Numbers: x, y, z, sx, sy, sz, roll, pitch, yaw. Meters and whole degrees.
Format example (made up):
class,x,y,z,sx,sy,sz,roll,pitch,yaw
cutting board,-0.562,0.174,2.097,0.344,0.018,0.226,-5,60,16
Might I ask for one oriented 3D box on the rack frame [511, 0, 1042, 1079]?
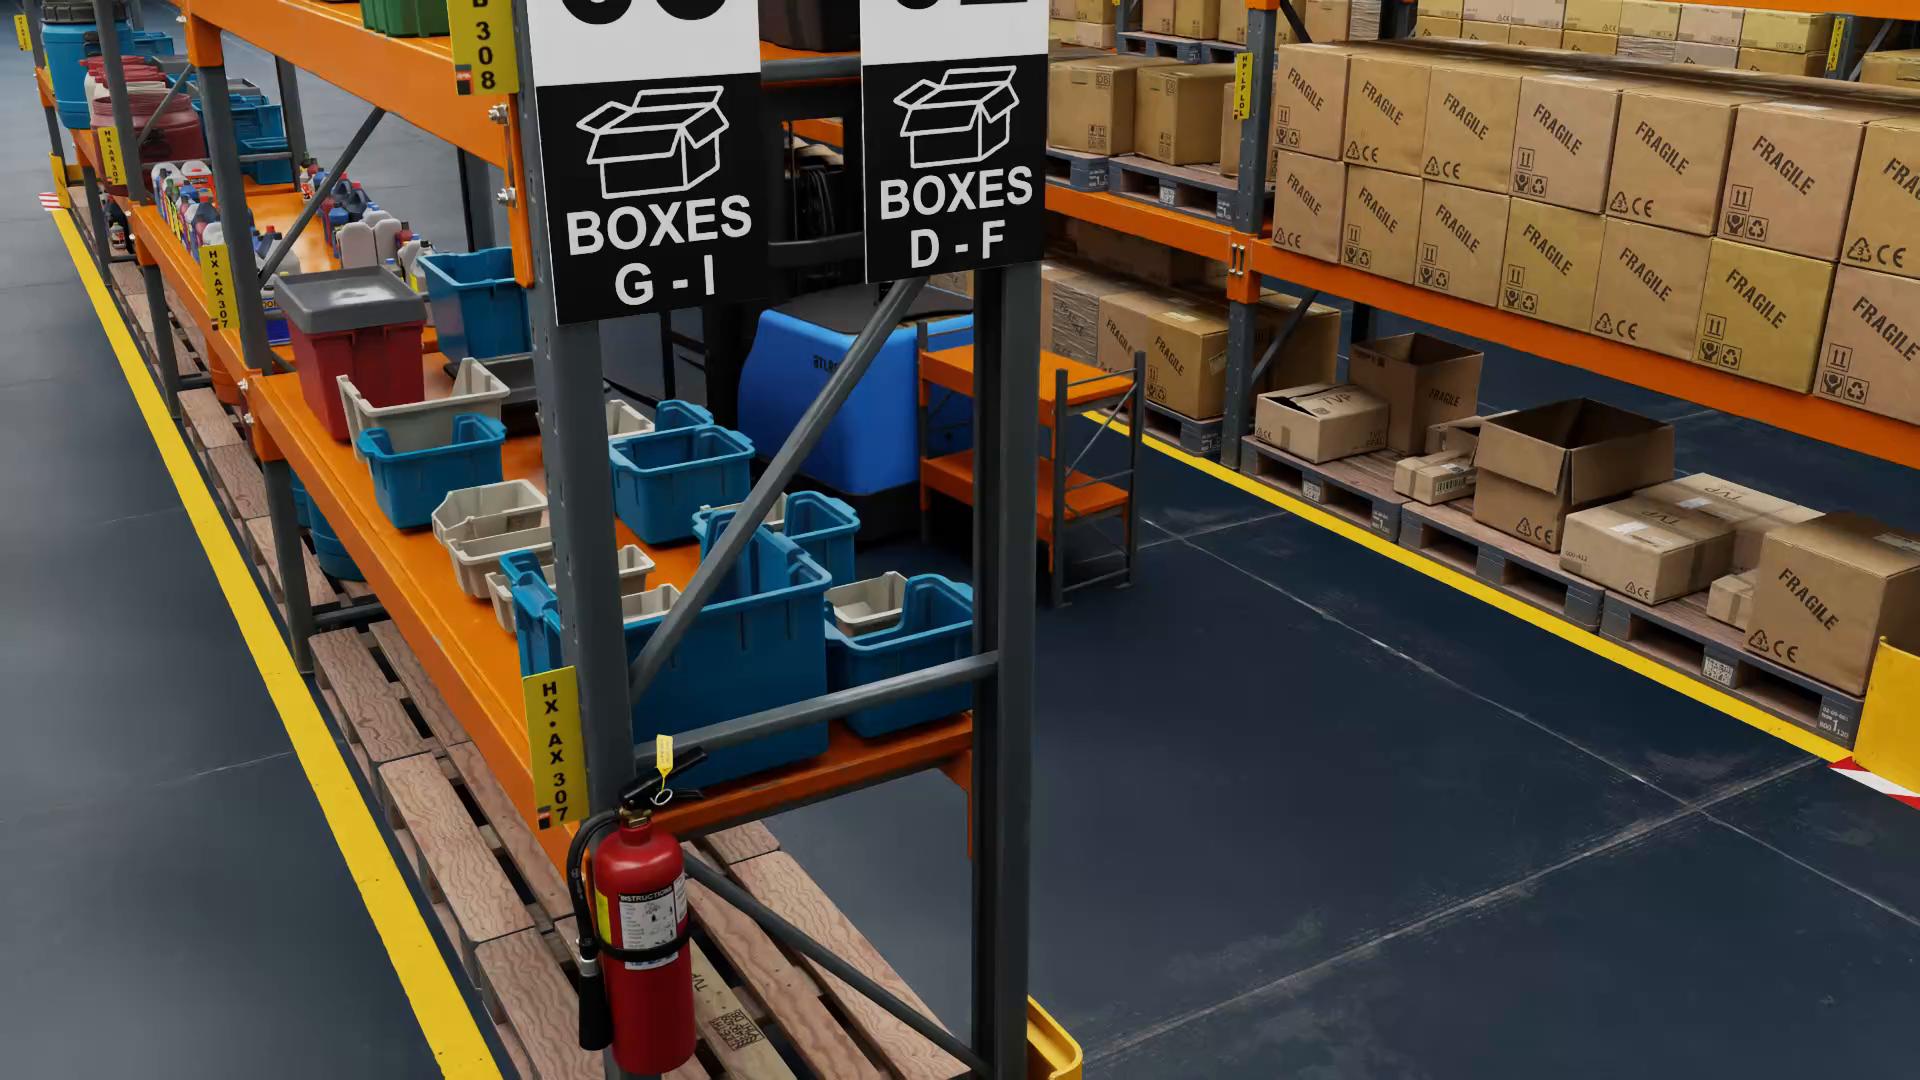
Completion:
class,x,y,z,sx,sy,sz,roll,pitch,yaw
rack frame,-0.300,0.360,3.442,0.949,2.616,0.053,-13,25,-28

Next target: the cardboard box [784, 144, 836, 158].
class,x,y,z,sx,sy,sz,roll,pitch,yaw
cardboard box,-1.442,-3.414,15.076,0.500,0.311,0.500,-12,25,-27

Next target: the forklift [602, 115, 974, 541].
class,x,y,z,sx,sy,sz,roll,pitch,yaw
forklift,-1.056,-1.834,8.931,1.130,2.935,3.031,-17,28,-36

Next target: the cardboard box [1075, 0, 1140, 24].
class,x,y,z,sx,sy,sz,roll,pitch,yaw
cardboard box,1.583,-5.811,17.802,0.500,0.500,0.500,-13,25,-28

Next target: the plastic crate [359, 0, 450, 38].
class,x,y,z,sx,sy,sz,roll,pitch,yaw
plastic crate,-1.046,-1.196,3.569,0.450,0.188,0.336,-13,25,-28

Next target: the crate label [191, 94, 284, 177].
class,x,y,z,sx,sy,sz,roll,pitch,yaw
crate label,-4.658,-2.620,10.727,0.502,0.435,0.616,-13,25,-28

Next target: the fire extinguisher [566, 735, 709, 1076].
class,x,y,z,sx,sy,sz,roll,pitch,yaw
fire extinguisher,-0.611,0.704,3.193,0.296,0.674,0.183,-13,25,-28

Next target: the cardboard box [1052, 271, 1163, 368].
class,x,y,z,sx,sy,sz,roll,pitch,yaw
cardboard box,0.921,-1.361,10.413,0.500,0.500,0.500,-12,25,-28

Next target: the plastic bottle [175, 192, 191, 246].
class,x,y,z,sx,sy,sz,roll,pitch,yaw
plastic bottle,-3.982,-1.658,8.578,0.097,0.271,0.097,0,22,0

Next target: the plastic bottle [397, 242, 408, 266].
class,x,y,z,sx,sy,sz,roll,pitch,yaw
plastic bottle,-2.571,-1.291,7.767,0.097,0.201,0.097,0,22,0

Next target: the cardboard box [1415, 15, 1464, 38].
class,x,y,z,sx,sy,sz,roll,pitch,yaw
cardboard box,4.162,-4.123,13.916,0.500,0.500,0.500,-12,25,-27

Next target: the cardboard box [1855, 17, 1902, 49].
class,x,y,z,sx,sy,sz,roll,pitch,yaw
cardboard box,6.166,-3.581,11.587,0.500,0.250,0.500,-12,25,-27

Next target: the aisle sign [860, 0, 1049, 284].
class,x,y,z,sx,sy,sz,roll,pitch,yaw
aisle sign,-0.005,-0.879,3.037,0.394,0.787,0.004,-13,25,-28

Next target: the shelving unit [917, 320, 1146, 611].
class,x,y,z,sx,sy,sz,roll,pitch,yaw
shelving unit,0.310,-0.414,7.837,0.538,1.125,1.048,-16,27,-34

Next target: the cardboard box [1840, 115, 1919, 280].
class,x,y,z,sx,sy,sz,roll,pitch,yaw
cardboard box,3.500,-1.193,5.802,0.500,0.500,0.500,-13,25,-29

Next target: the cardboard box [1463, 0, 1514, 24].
class,x,y,z,sx,sy,sz,roll,pitch,yaw
cardboard box,4.419,-4.306,13.372,0.500,0.250,0.500,-13,25,-29

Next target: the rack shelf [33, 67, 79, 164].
class,x,y,z,sx,sy,sz,roll,pitch,yaw
rack shelf,-7.448,-3.839,14.729,1.077,0.370,4.000,-13,25,-28

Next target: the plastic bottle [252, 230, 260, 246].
class,x,y,z,sx,sy,sz,roll,pitch,yaw
plastic bottle,-3.235,-1.296,7.688,0.097,0.271,0.097,0,22,0

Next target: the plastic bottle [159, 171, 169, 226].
class,x,y,z,sx,sy,sz,roll,pitch,yaw
plastic bottle,-4.312,-1.859,9.056,0.061,0.283,0.133,-13,25,-28

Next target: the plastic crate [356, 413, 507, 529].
class,x,y,z,sx,sy,sz,roll,pitch,yaw
plastic crate,-1.566,-0.206,4.978,0.416,0.233,0.300,-13,25,-28

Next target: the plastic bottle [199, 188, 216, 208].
class,x,y,z,sx,sy,sz,roll,pitch,yaw
plastic bottle,-4.106,-1.816,9.060,0.097,0.201,0.097,0,22,0

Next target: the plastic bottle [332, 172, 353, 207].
class,x,y,z,sx,sy,sz,roll,pitch,yaw
plastic bottle,-3.181,-1.729,8.647,0.144,0.351,0.185,-13,25,-28

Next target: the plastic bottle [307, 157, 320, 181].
class,x,y,z,sx,sy,sz,roll,pitch,yaw
plastic bottle,-3.692,-2.053,9.533,0.061,0.283,0.133,-13,25,-28

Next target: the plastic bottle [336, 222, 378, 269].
class,x,y,z,sx,sy,sz,roll,pitch,yaw
plastic bottle,-2.853,-1.371,7.867,0.152,0.276,0.135,-13,25,-28

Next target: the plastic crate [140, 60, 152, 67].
class,x,y,z,sx,sy,sz,roll,pitch,yaw
plastic crate,-6.585,-3.690,13.489,0.767,0.338,0.504,-13,25,-28

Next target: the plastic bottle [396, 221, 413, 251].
class,x,y,z,sx,sy,sz,roll,pitch,yaw
plastic bottle,-2.614,-1.370,7.852,0.061,0.283,0.133,-13,25,-28

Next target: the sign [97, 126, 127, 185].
class,x,y,z,sx,sy,sz,roll,pitch,yaw
sign,-4.853,-2.198,9.518,0.100,0.325,0.005,-13,25,-28

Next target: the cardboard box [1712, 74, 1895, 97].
class,x,y,z,sx,sy,sz,roll,pitch,yaw
cardboard box,3.439,-1.627,6.869,0.500,0.500,0.500,-12,25,-28

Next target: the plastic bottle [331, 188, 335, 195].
class,x,y,z,sx,sy,sz,roll,pitch,yaw
plastic bottle,-3.400,-1.816,9.060,0.097,0.201,0.097,0,22,0

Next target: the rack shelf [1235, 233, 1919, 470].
class,x,y,z,sx,sy,sz,roll,pitch,yaw
rack shelf,2.942,-0.906,7.513,1.077,0.370,4.000,-13,25,-28

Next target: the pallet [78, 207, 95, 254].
class,x,y,z,sx,sy,sz,roll,pitch,yaw
pallet,-7.361,-2.854,15.053,1.003,0.211,1.213,-13,25,-28

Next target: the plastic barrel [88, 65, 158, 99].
class,x,y,z,sx,sy,sz,roll,pitch,yaw
plastic barrel,-5.752,-2.999,11.525,0.433,0.535,0.433,0,22,0

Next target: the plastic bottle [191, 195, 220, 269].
class,x,y,z,sx,sy,sz,roll,pitch,yaw
plastic bottle,-3.654,-1.504,8.093,0.144,0.351,0.185,-13,25,-28

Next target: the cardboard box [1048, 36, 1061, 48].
class,x,y,z,sx,sy,sz,roll,pitch,yaw
cardboard box,0.295,-3.240,11.610,0.500,0.500,0.700,17,28,36

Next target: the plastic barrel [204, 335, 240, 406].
class,x,y,z,sx,sy,sz,roll,pitch,yaw
plastic barrel,-4.119,-1.264,9.763,0.600,0.830,0.708,-13,25,-28

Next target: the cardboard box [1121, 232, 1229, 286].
class,x,y,z,sx,sy,sz,roll,pitch,yaw
cardboard box,1.372,-1.807,10.514,0.500,0.250,0.500,-13,25,-28

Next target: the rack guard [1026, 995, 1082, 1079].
class,x,y,z,sx,sy,sz,roll,pitch,yaw
rack guard,-0.273,1.523,3.901,1.175,0.500,0.348,-13,25,-28

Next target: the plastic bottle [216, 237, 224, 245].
class,x,y,z,sx,sy,sz,roll,pitch,yaw
plastic bottle,-3.264,-1.225,7.506,0.152,0.276,0.135,-13,25,-28

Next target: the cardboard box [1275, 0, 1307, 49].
class,x,y,z,sx,sy,sz,roll,pitch,yaw
cardboard box,3.229,-4.935,15.753,0.700,0.500,0.500,-13,25,-28

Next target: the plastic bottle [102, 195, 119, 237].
class,x,y,z,sx,sy,sz,roll,pitch,yaw
plastic bottle,-7.101,-2.717,13.946,0.144,0.351,0.185,-14,26,-31

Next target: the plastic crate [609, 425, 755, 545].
class,x,y,z,sx,sy,sz,roll,pitch,yaw
plastic crate,-0.813,-0.160,4.865,0.416,0.233,0.300,-13,25,-28

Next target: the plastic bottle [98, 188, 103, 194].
class,x,y,z,sx,sy,sz,roll,pitch,yaw
plastic bottle,-7.586,-2.970,14.673,0.097,0.271,0.097,0,22,0

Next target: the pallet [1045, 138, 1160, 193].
class,x,y,z,sx,sy,sz,roll,pitch,yaw
pallet,0.874,-2.464,10.645,1.003,0.211,1.213,-13,25,-28

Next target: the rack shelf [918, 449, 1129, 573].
class,x,y,z,sx,sy,sz,roll,pitch,yaw
rack shelf,0.310,-0.188,7.929,0.538,0.278,1.000,-16,27,-34

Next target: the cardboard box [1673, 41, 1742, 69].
class,x,y,z,sx,sy,sz,roll,pitch,yaw
cardboard box,5.455,-3.298,11.889,0.500,0.500,0.500,-12,25,-28

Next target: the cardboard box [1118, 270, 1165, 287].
class,x,y,z,sx,sy,sz,roll,pitch,yaw
cardboard box,1.352,-1.470,10.680,0.500,0.500,0.500,-12,25,-28

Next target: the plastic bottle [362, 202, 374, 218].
class,x,y,z,sx,sy,sz,roll,pitch,yaw
plastic bottle,-2.926,-1.548,8.307,0.097,0.271,0.097,0,22,0

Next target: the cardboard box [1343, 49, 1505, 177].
class,x,y,z,sx,sy,sz,roll,pitch,yaw
cardboard box,2.183,-2.023,7.844,0.500,0.500,0.500,-13,26,-30

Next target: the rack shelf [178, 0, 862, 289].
class,x,y,z,sx,sy,sz,roll,pitch,yaw
rack shelf,-1.319,-1.344,4.607,1.077,0.370,4.000,-13,25,-28

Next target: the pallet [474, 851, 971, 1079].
class,x,y,z,sx,sy,sz,roll,pitch,yaw
pallet,-0.685,1.377,4.644,1.003,0.211,1.213,-13,25,-28

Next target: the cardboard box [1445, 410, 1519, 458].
class,x,y,z,sx,sy,sz,roll,pitch,yaw
cardboard box,2.838,-0.472,8.477,0.500,0.311,0.500,-13,25,-28

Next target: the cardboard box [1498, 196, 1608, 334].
class,x,y,z,sx,sy,sz,roll,pitch,yaw
cardboard box,2.725,-1.224,7.206,0.500,0.500,0.500,-13,25,-29

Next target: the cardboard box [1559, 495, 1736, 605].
class,x,y,z,sx,sy,sz,roll,pitch,yaw
cardboard box,3.014,0.036,7.307,0.500,0.250,0.500,-13,25,-28

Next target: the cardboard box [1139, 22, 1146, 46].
class,x,y,z,sx,sy,sz,roll,pitch,yaw
cardboard box,2.035,-5.564,18.189,0.500,0.250,0.500,-12,25,-28

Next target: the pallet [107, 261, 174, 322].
class,x,y,z,sx,sy,sz,roll,pitch,yaw
pallet,-5.992,-1.986,12.918,1.003,0.211,1.213,-13,25,-28
